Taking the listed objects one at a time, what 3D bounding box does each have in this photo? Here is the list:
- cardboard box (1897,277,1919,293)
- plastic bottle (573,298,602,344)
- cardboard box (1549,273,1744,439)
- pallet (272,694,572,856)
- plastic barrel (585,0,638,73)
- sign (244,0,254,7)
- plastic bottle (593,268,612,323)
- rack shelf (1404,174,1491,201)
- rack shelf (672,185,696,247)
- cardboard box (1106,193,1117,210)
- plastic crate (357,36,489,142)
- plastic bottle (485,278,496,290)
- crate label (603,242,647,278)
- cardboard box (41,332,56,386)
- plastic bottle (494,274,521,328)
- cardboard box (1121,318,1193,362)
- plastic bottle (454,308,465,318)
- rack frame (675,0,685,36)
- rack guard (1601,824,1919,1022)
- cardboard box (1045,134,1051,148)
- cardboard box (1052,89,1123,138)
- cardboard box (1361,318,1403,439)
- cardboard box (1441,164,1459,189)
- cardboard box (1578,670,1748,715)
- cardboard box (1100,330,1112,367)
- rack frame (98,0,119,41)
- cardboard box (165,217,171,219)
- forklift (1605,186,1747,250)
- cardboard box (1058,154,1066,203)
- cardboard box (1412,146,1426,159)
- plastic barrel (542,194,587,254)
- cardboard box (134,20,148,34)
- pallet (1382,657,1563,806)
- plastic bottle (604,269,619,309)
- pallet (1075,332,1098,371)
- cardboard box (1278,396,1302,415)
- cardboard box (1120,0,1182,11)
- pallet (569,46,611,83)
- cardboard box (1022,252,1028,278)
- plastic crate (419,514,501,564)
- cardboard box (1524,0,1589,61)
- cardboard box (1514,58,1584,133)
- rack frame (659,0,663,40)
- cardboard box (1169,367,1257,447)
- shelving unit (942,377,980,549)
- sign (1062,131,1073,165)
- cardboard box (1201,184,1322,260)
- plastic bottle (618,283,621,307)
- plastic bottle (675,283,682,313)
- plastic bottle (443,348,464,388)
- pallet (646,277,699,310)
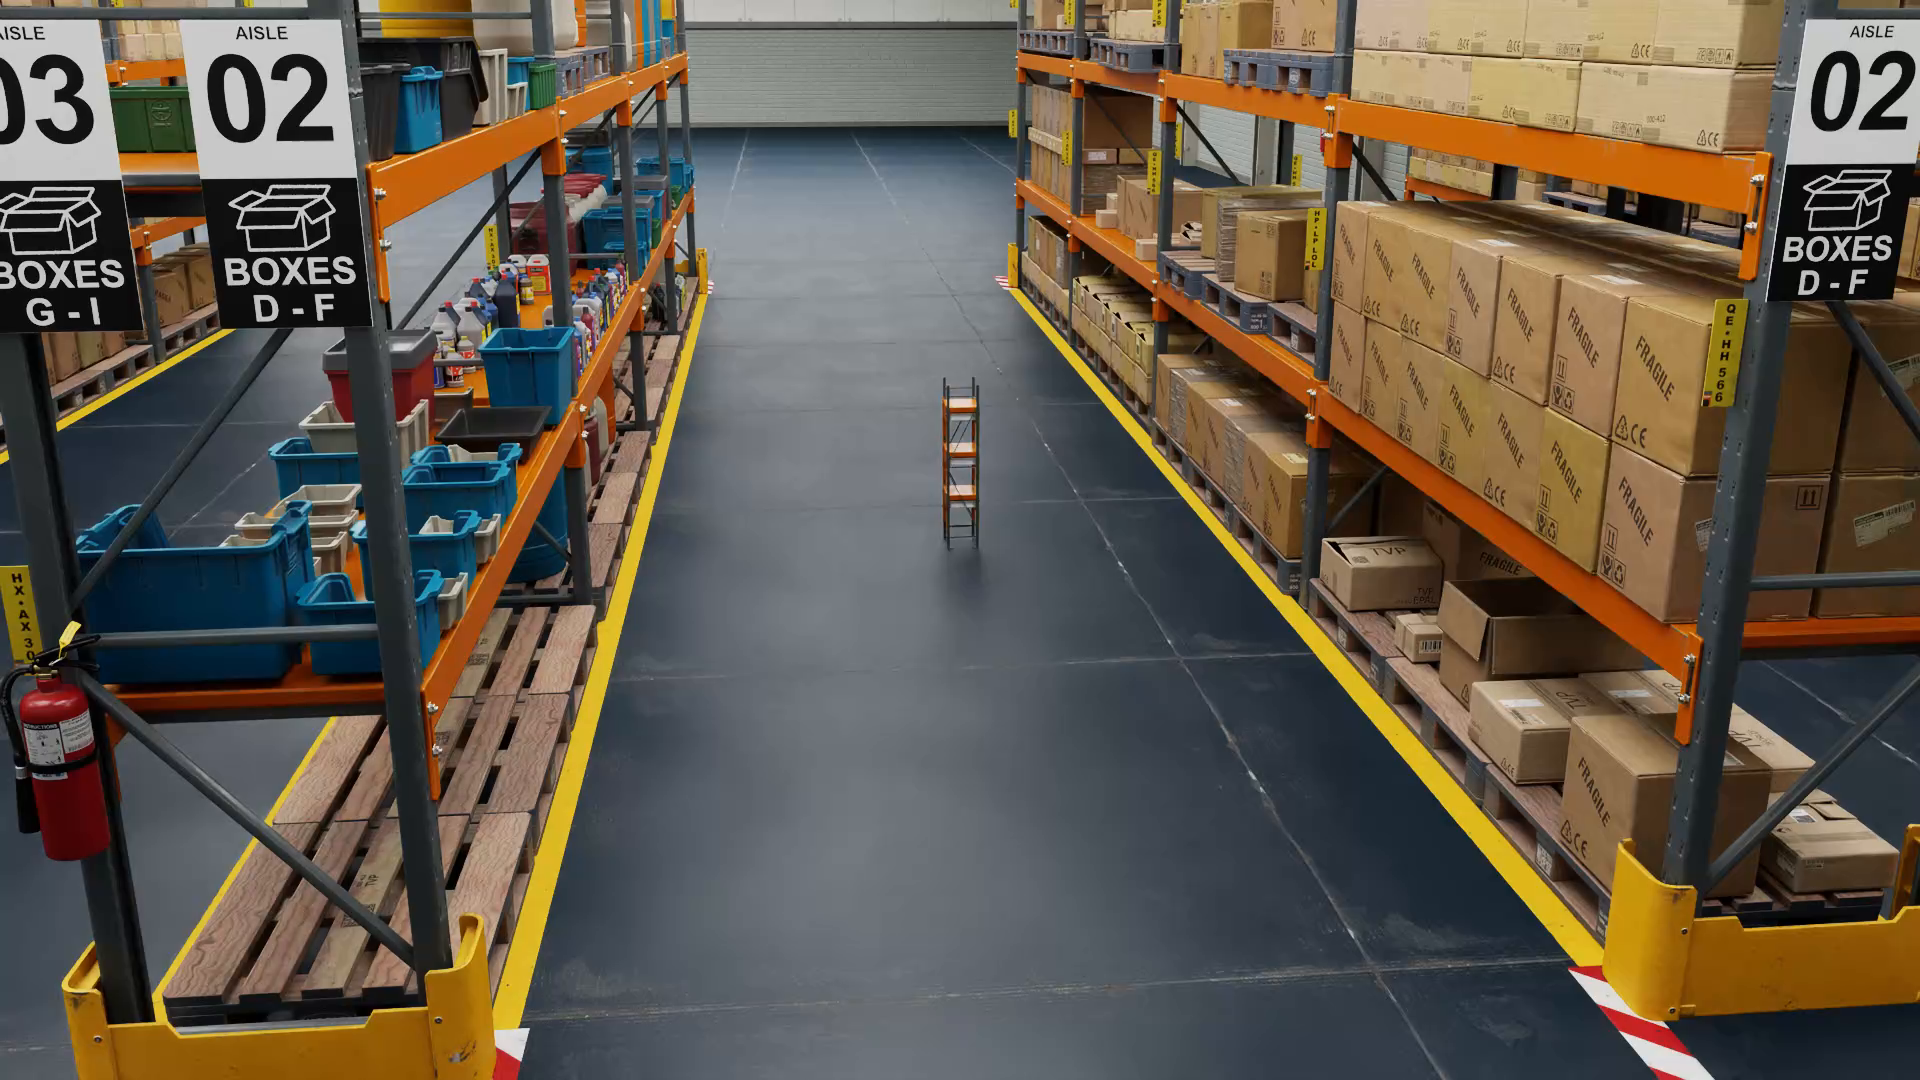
[{"bbox_3d":[6.915,-1.807,11.811,0.380,0.149,0.250,-2,17,-5],"label":"cardboard box"},{"bbox_3d":[-2.279,-1.343,10.154,0.152,0.276,0.135,-2,18,-6],"label":"plastic bottle"},{"bbox_3d":[2.477,-0.667,5.957,0.500,0.500,0.500,-1,17,-4],"label":"cardboard box"},{"bbox_3d":[-2.247,1.005,7.123,1.003,0.211,1.213,-2,18,-6],"label":"pallet"},{"bbox_3d":[-2.772,-4.021,12.632,0.600,0.901,0.600,0,17,0],"label":"plastic barrel"},{"bbox_3d":[-8.100,-6.194,18.914,0.100,0.325,0.005,-2,18,-6],"label":"sign"},{"bbox_3d":[-2.344,-1.579,10.781,0.144,0.351,0.185,-2,18,-6],"label":"plastic bottle"},{"bbox_3d":[6.332,-3.850,19.132,1.077,0.370,4.000,-2,18,-6],"label":"rack shelf"},{"bbox_3d":[-3.522,-3.544,18.157,1.077,0.370,4.000,-2,18,-6],"label":"rack shelf"},{"bbox_3d":[1.706,-3.226,16.195,0.500,0.250,0.500,-1,17,-2],"label":"cardboard box"},{"bbox_3d":[-1.962,-1.581,5.800,0.504,0.338,0.767,-2,18,-6],"label":"plastic crate"},{"bbox_3d":[-3.100,-1.588,10.943,0.097,0.271,0.097,0,17,0],"label":"plastic bottle"},{"bbox_3d":[-2.574,-2.156,12.817,0.303,0.233,0.416,-2,18,-6],"label":"crate label"},{"bbox_3d":[-8.054,-1.496,13.873,0.700,0.500,0.500,0,17,-1],"label":"cardboard box"},{"bbox_3d":[-2.887,-1.521,10.595,0.144,0.351,0.185,-2,18,-6],"label":"plastic bottle"},{"bbox_3d":[1.665,-1.710,14.070,0.500,0.311,0.500,-2,18,-6],"label":"cardboard box"},{"bbox_3d":[-2.942,-1.215,9.746,0.152,0.276,0.135,-2,18,-6],"label":"plastic bottle"},{"bbox_3d":[-3.728,-7.345,19.049,1.000,3.000,0.127,-2,18,-6],"label":"rack frame"},{"bbox_3d":[2.842,1.302,5.694,1.175,0.500,0.348,-2,18,-6],"label":"rack guard"},{"bbox_3d":[1.160,-4.484,18.704,0.380,0.149,0.250,-2,18,-6],"label":"cardboard box"},{"bbox_3d":[1.404,-4.690,18.275,0.700,0.500,0.500,-2,18,-6],"label":"cardboard box"},{"bbox_3d":[2.274,-0.794,8.032,0.500,0.500,0.500,-1,17,-5],"label":"cardboard box"},{"bbox_3d":[5.975,-4.265,19.472,0.500,0.250,0.500,-2,18,-7],"label":"cardboard box"},{"bbox_3d":[2.972,0.766,7.086,0.500,0.250,0.500,-2,18,-6],"label":"cardboard box"},{"bbox_3d":[1.566,-1.745,15.118,0.500,0.250,0.500,-1,17,-5],"label":"cardboard box"},{"bbox_3d":[-8.242,-6.000,14.765,1.000,3.000,0.127,-2,18,-6],"label":"rack frame"},{"bbox_3d":[-8.031,-3.240,16.408,0.380,0.149,0.250,-2,18,-6],"label":"cardboard box"},{"bbox_3d":[4.545,-1.580,10.816,1.130,2.935,3.031,-2,18,-7],"label":"forklift"},{"bbox_3d":[1.451,-3.929,18.017,0.700,0.500,0.500,-2,17,-5],"label":"cardboard box"},{"bbox_3d":[5.876,-4.933,20.347,0.500,0.500,0.500,-2,18,-6],"label":"cardboard box"},{"bbox_3d":[-3.265,-2.578,13.694,0.421,0.512,0.421,0,17,0],"label":"plastic barrel"},{"bbox_3d":[-8.071,-4.953,16.023,0.380,0.149,0.250,-2,18,-5],"label":"cardboard box"},{"bbox_3d":[2.636,0.840,7.649,1.003,0.211,1.213,-2,18,-6],"label":"pallet"},{"bbox_3d":[-2.379,-1.711,11.333,0.097,0.271,0.097,0,17,0],"label":"plastic bottle"},{"bbox_3d":[1.727,-1.894,16.358,1.003,0.211,1.213,-2,18,-6],"label":"pallet"},{"bbox_3d":[2.468,-0.687,11.295,0.500,0.500,0.500,-2,18,-8],"label":"cardboard box"},{"bbox_3d":[1.718,-5.007,14.906,0.500,0.500,0.500,0,17,0],"label":"cardboard box"},{"bbox_3d":[-2.921,-3.209,11.199,1.003,0.211,1.213,-2,18,-6],"label":"pallet"},{"bbox_3d":[1.033,-3.356,20.250,0.500,0.250,0.500,-2,18,-6],"label":"cardboard box"},{"bbox_3d":[-1.797,-0.002,6.017,0.250,0.136,0.298,-2,18,-6],"label":"plastic crate"},{"bbox_3d":[2.443,-1.909,6.157,0.500,0.250,0.500,-2,18,-6],"label":"cardboard box"},{"bbox_3d":[2.429,-1.670,6.231,0.500,0.250,0.500,-2,18,-6],"label":"cardboard box"},{"bbox_3d":[-3.316,-6.153,15.253,1.000,3.000,0.127,-2,18,-6],"label":"rack frame"},{"bbox_3d":[1.847,-0.968,12.192,0.500,0.500,0.500,-2,18,-8],"label":"cardboard box"},{"bbox_3d":[0.005,-0.485,10.469,0.215,1.050,0.252,-2,18,-6],"label":"shelving unit"},{"bbox_3d":[1.060,-3.876,16.438,0.100,0.325,0.005,-2,18,-6],"label":"sign"},{"bbox_3d":[2.201,-2.315,12.175,0.700,0.500,0.500,-8,19,-24],"label":"cardboard box"},{"bbox_3d":[-2.389,-1.706,11.436,0.097,0.201,0.097,0,17,0],"label":"plastic bottle"},{"bbox_3d":[-3.005,-2.546,17.468,0.144,0.351,0.185,-3,18,-8],"label":"plastic bottle"},{"bbox_3d":[-2.730,-0.929,8.961,0.097,0.201,0.097,0,17,0],"label":"plastic bottle"},{"bbox_3d":[-3.595,-2.889,19.526,1.003,0.211,1.213,-2,18,-6],"label":"pallet"}]
